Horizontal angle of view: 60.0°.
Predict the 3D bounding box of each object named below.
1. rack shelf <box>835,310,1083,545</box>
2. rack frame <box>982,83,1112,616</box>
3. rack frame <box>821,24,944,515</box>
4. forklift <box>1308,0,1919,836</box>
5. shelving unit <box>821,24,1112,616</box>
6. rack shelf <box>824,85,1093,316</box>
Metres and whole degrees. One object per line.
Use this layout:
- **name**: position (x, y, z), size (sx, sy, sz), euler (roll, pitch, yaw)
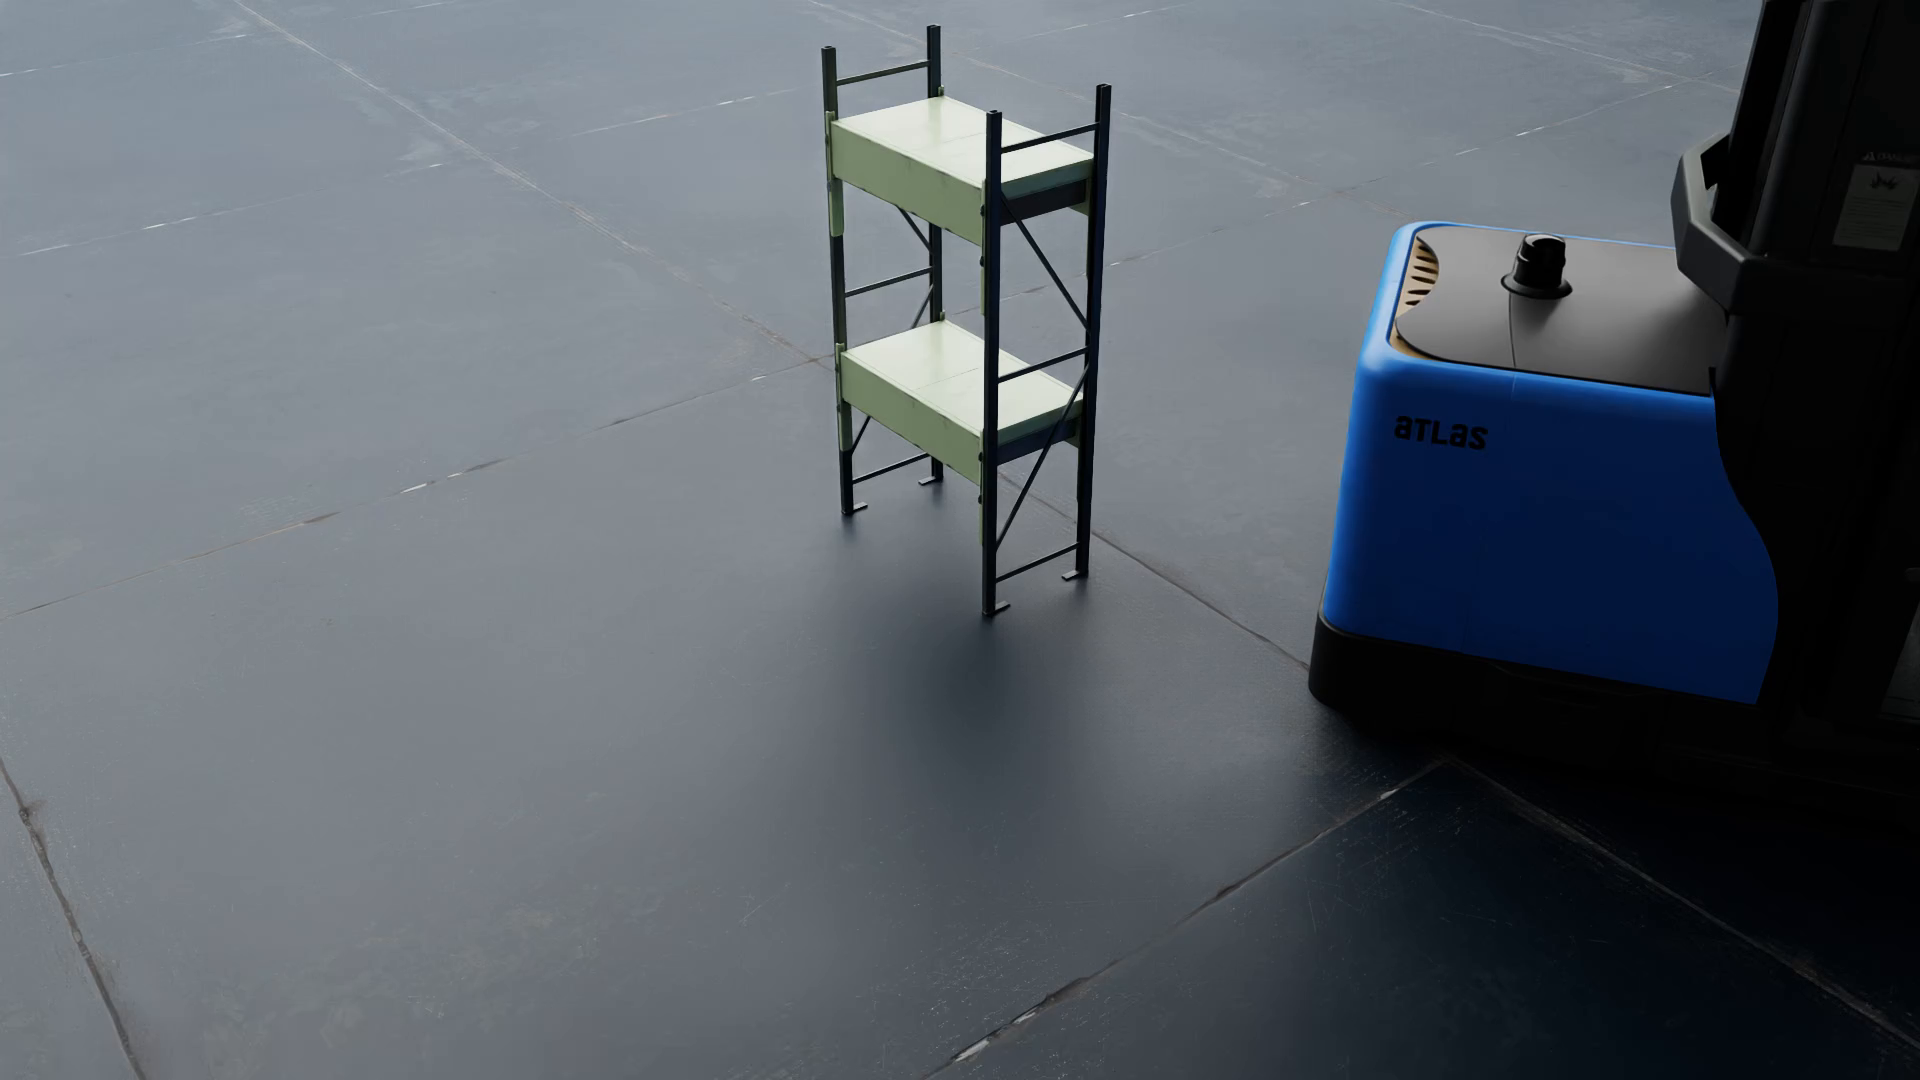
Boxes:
- **rack shelf**: position (0.004, -0.357, 5.022), size (0.431, 0.370, 0.720), euler (-22, 38, -31)
- **rack frame**: position (0.229, -0.482, 4.604), size (0.400, 1.500, 0.023), euler (-22, 38, -31)
- **rack frame**: position (-0.220, -0.787, 5.095), size (0.400, 1.500, 0.023), euler (-22, 38, -31)
- **forklift**: position (2.512, -0.763, 3.701), size (3.031, 2.935, 1.130), euler (10, 33, 15)
- **shelving unit**: position (0.004, -0.634, 4.850), size (0.431, 1.500, 0.755), euler (-22, 38, -31)
- **rack shelf**: position (0.004, -0.966, 4.644), size (0.431, 0.370, 0.720), euler (-22, 38, -31)
